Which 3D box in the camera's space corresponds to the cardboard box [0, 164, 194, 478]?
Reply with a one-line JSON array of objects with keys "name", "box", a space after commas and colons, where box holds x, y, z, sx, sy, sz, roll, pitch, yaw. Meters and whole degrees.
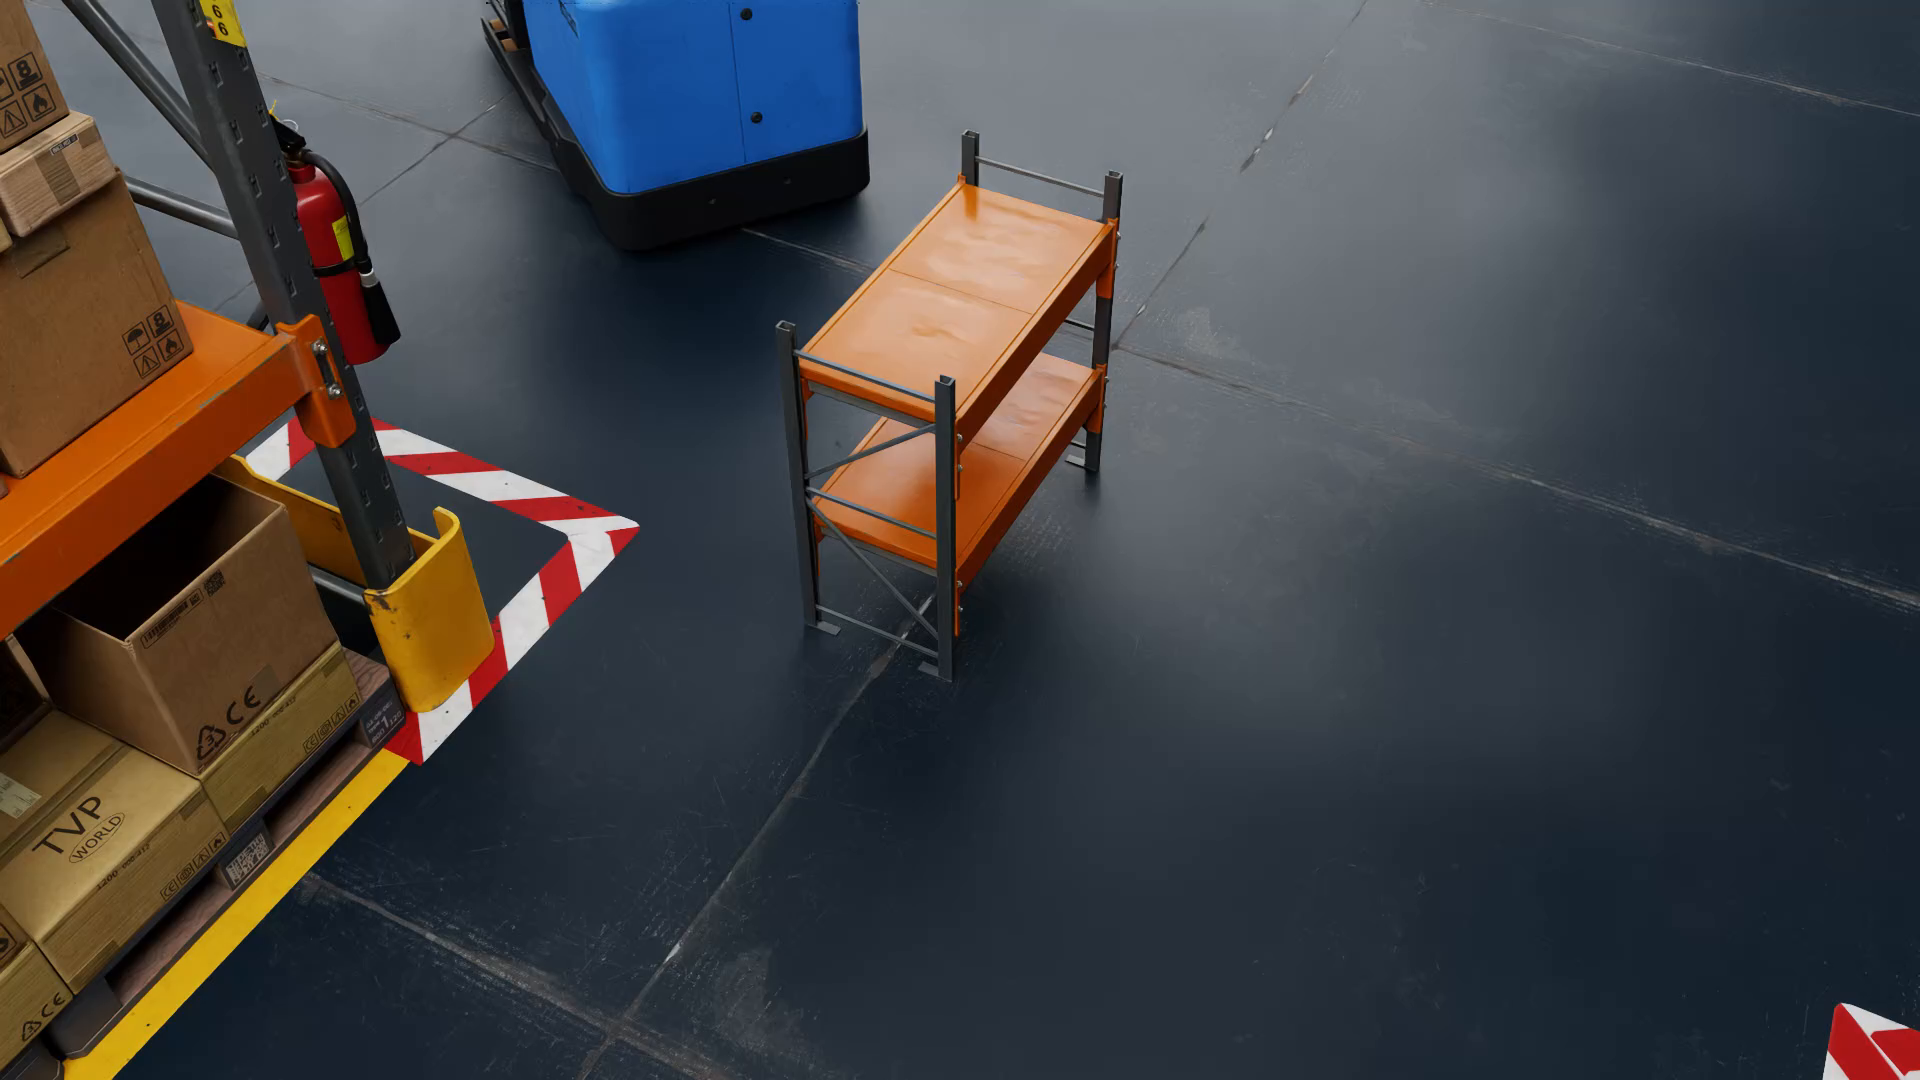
[{"name": "cardboard box", "box": [-2.195, -0.574, 3.638, 0.700, 0.500, 0.500, 20, 49, 19]}]

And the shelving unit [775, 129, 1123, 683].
[{"name": "shelving unit", "box": [-0.003, -0.391, 4.846, 0.538, 1.125, 1.048, 20, 49, 19]}]

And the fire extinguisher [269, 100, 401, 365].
[{"name": "fire extinguisher", "box": [-1.501, -0.723, 3.910, 0.296, 0.674, 0.183, 20, 49, 19]}]

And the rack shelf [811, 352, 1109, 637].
[{"name": "rack shelf", "box": [-0.003, -0.219, 5.020, 0.538, 0.278, 1.000, 20, 49, 19]}]

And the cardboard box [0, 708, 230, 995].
[{"name": "cardboard box", "box": [-2.176, 0.745, 4.043, 0.500, 0.250, 0.500, 20, 49, 19]}]

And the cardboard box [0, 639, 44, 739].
[{"name": "cardboard box", "box": [-2.643, 0.307, 3.949, 0.500, 0.500, 0.500, 20, 49, 19]}]

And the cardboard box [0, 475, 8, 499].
[{"name": "cardboard box", "box": [-2.435, -0.241, 3.309, 0.700, 0.500, 0.500, 22, 49, 20]}]

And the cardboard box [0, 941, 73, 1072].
[{"name": "cardboard box", "box": [-2.406, 1.060, 3.731, 0.500, 0.250, 0.500, 20, 49, 19]}]

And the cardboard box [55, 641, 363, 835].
[{"name": "cardboard box", "box": [-1.954, 0.426, 4.358, 0.500, 0.250, 0.500, 20, 49, 19]}]

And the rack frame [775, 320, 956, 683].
[{"name": "rack frame", "box": [-0.239, -0.071, 4.529, 0.500, 1.125, 0.032, 20, 49, 19]}]

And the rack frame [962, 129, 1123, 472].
[{"name": "rack frame", "box": [0.233, -0.711, 5.162, 0.500, 1.125, 0.032, 20, 49, 19]}]

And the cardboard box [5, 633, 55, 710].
[{"name": "cardboard box", "box": [-2.413, 0.255, 4.527, 0.500, 0.250, 0.500, 20, 49, 19]}]

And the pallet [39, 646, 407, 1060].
[{"name": "pallet", "box": [-2.285, 0.647, 4.462, 1.003, 0.211, 1.213, 20, 49, 19]}]

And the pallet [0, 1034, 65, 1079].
[{"name": "pallet", "box": [-2.852, 1.413, 3.705, 1.003, 0.211, 1.213, 20, 49, 19]}]

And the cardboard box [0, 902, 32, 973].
[{"name": "cardboard box", "box": [-2.404, 0.798, 3.463, 0.500, 0.500, 0.500, 20, 49, 19]}]

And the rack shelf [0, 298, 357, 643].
[{"name": "rack shelf", "box": [-2.895, 0.684, 2.971, 1.077, 0.370, 4.000, 20, 49, 19]}]

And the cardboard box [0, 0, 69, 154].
[{"name": "cardboard box", "box": [-2.220, -0.997, 3.144, 0.700, 0.500, 0.500, 21, 49, 19]}]

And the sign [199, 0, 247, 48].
[{"name": "sign", "box": [-1.493, -1.131, 3.278, 0.100, 0.325, 0.005, 20, 49, 19]}]

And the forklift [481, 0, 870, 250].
[{"name": "forklift", "box": [-1.450, -3.168, 6.320, 1.130, 2.935, 3.031, -19, 48, -18]}]

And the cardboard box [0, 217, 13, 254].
[{"name": "cardboard box", "box": [-2.096, -0.623, 3.230, 0.380, 0.149, 0.250, 22, 49, 20]}]

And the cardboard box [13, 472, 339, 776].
[{"name": "cardboard box", "box": [-1.952, 0.163, 4.091, 0.500, 0.500, 0.500, 20, 49, 19]}]

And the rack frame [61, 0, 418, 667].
[{"name": "rack frame", "box": [-1.967, -0.829, 3.960, 1.000, 3.000, 0.127, 20, 49, 19]}]

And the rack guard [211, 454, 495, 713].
[{"name": "rack guard", "box": [-1.956, 0.035, 4.864, 1.175, 0.500, 0.348, 20, 49, 19]}]

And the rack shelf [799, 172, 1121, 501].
[{"name": "rack shelf", "box": [-0.003, -0.597, 4.638, 0.538, 0.278, 1.000, 20, 49, 19]}]

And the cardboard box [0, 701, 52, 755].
[{"name": "cardboard box", "box": [-2.642, 0.571, 4.215, 0.500, 0.250, 0.500, 20, 49, 19]}]

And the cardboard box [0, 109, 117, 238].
[{"name": "cardboard box", "box": [-1.976, -0.788, 3.394, 0.380, 0.149, 0.250, 20, 49, 18]}]
